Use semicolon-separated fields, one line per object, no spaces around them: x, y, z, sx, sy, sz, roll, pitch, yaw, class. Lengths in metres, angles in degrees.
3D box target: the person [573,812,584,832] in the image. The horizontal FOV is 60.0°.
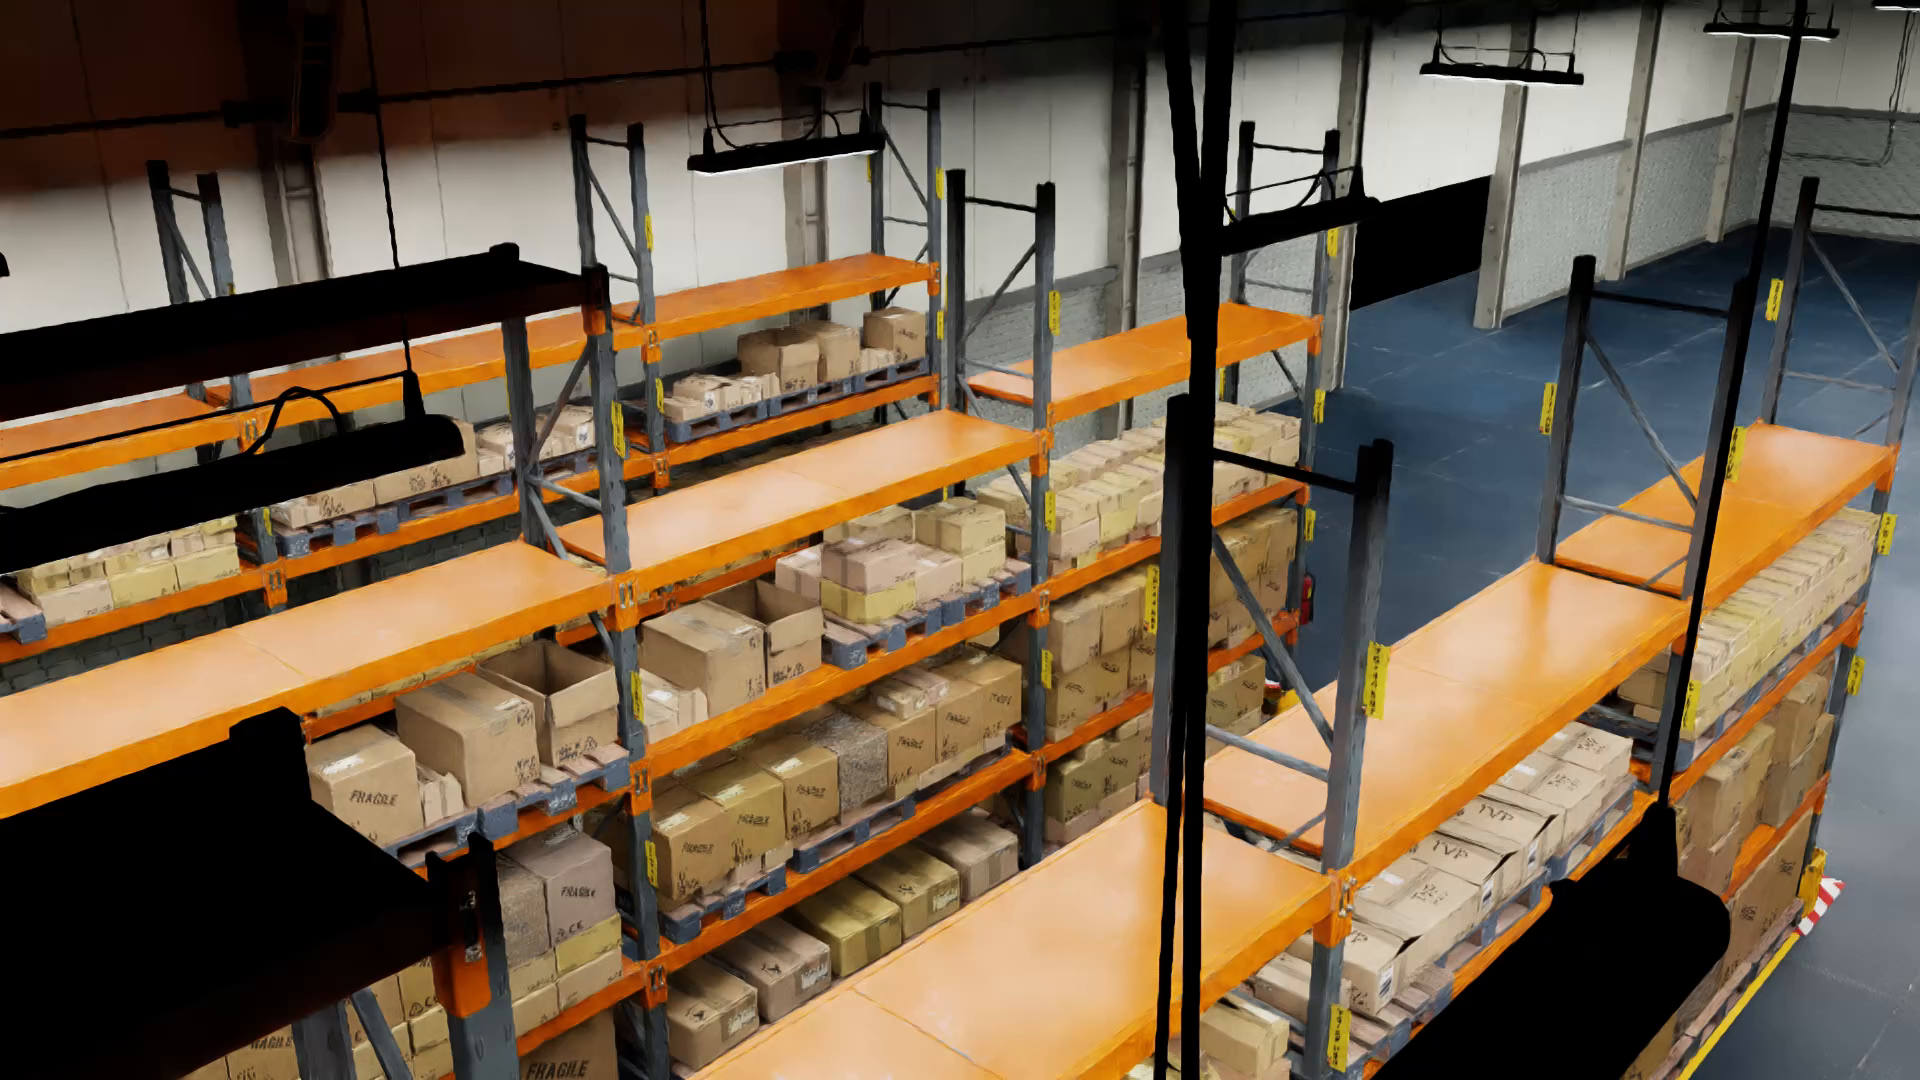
-3.340;1.891;14.824;0.605;1.658;0.562;-8;22;-19;person
